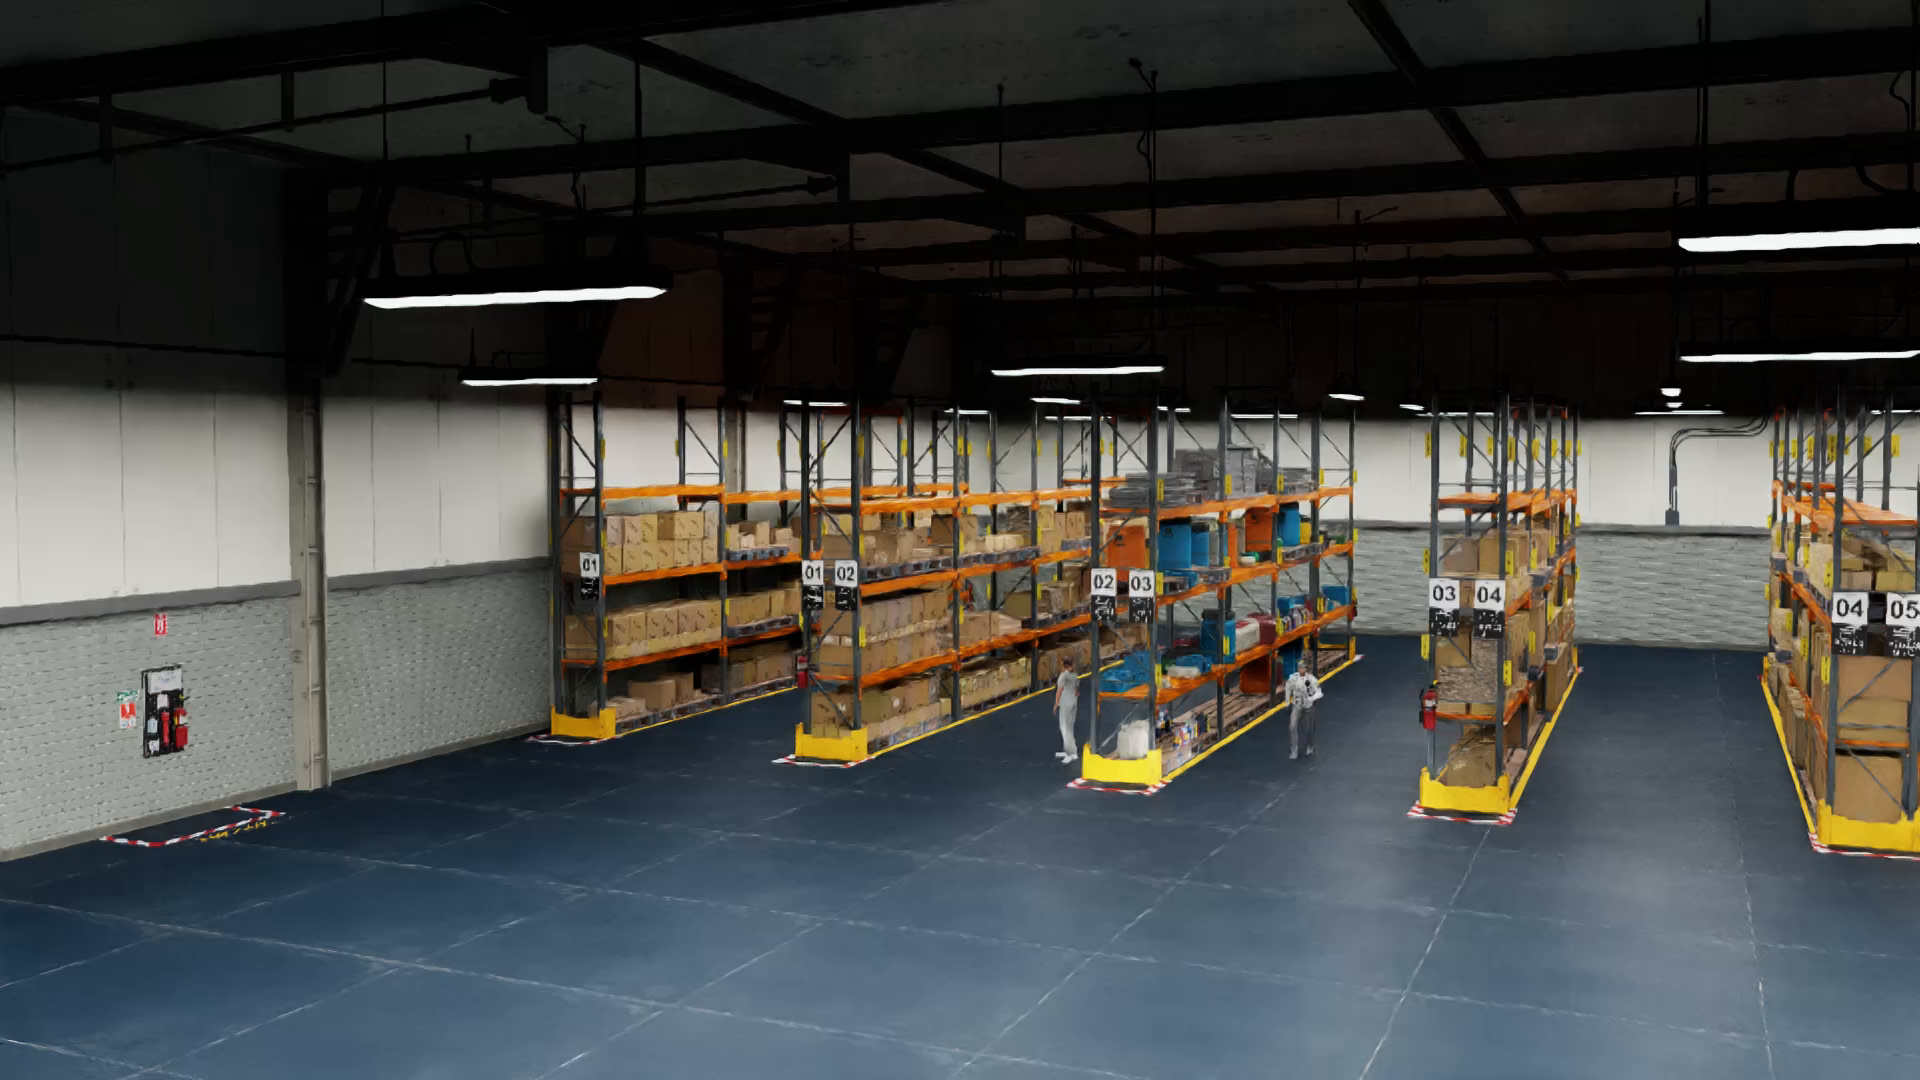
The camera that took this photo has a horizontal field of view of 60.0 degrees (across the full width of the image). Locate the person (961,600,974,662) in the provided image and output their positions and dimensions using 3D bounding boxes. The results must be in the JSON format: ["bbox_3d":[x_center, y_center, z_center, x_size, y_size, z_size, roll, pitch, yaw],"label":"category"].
[{"bbox_3d":[0.241,2.242,36.672,0.474,1.465,0.613,0,3,-6],"label":"person"}]

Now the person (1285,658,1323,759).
[{"bbox_3d":[5.573,2.707,27.003,0.639,1.598,0.838,1,3,19],"label":"person"}]

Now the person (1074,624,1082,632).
[{"bbox_3d":[3.190,1.752,45.078,0.538,1.512,0.852,2,4,29],"label":"person"}]

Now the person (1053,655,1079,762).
[{"bbox_3d":[1.732,2.703,26.796,0.528,1.714,0.522,3,4,40],"label":"person"}]
